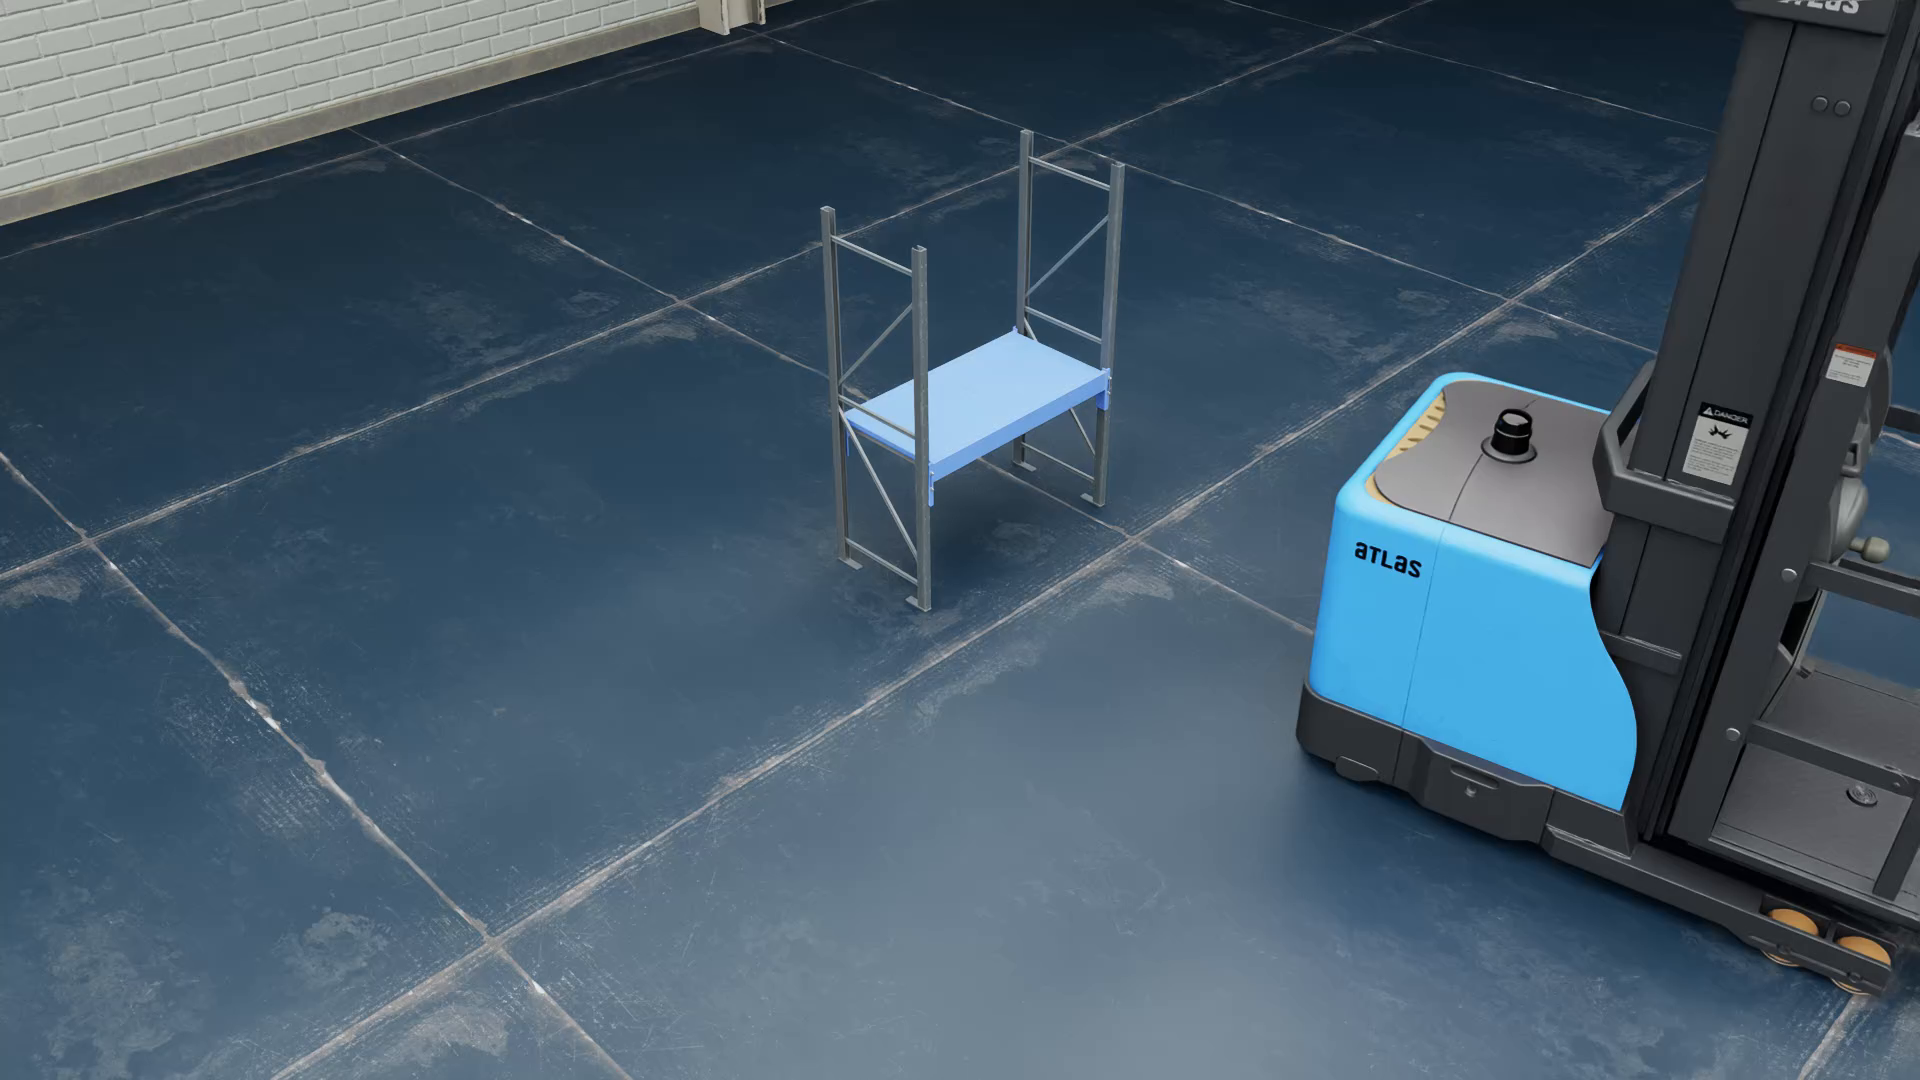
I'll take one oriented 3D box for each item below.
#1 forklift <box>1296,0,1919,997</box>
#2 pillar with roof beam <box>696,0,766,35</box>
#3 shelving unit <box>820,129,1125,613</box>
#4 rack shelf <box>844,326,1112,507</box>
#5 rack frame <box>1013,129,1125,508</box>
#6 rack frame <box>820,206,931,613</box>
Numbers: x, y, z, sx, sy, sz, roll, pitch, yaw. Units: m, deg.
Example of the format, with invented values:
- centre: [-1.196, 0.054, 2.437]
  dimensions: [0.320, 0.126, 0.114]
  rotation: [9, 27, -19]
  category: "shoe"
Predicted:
- centre: [2.656, -0.227, 4.514]
  dimensions: [3.031, 2.935, 1.130]
  rotation: [21, 40, 27]
  category: "forklift"
- centre: [1.389, -5.725, 7.093]
  dimensions: [9.100, 9.000, 0.400]
  rotation: [30, 45, 35]
  category: "pillar with roof beam"
- centre: [0.060, -0.650, 6.371]
  dimensions: [0.538, 1.500, 1.048]
  rotation: [30, 45, 35]
  category: "shelving unit"
- centre: [0.060, -0.502, 6.474]
  dimensions: [0.538, 0.185, 1.000]
  rotation: [30, 45, 35]
  category: "rack shelf"
- centre: [0.418, -0.856, 6.667]
  dimensions: [0.500, 1.500, 0.032]
  rotation: [30, 45, 35]
  category: "rack frame"
- centre: [-0.298, -0.443, 6.075]
  dimensions: [0.500, 1.500, 0.032]
  rotation: [30, 45, 35]
  category: "rack frame"
